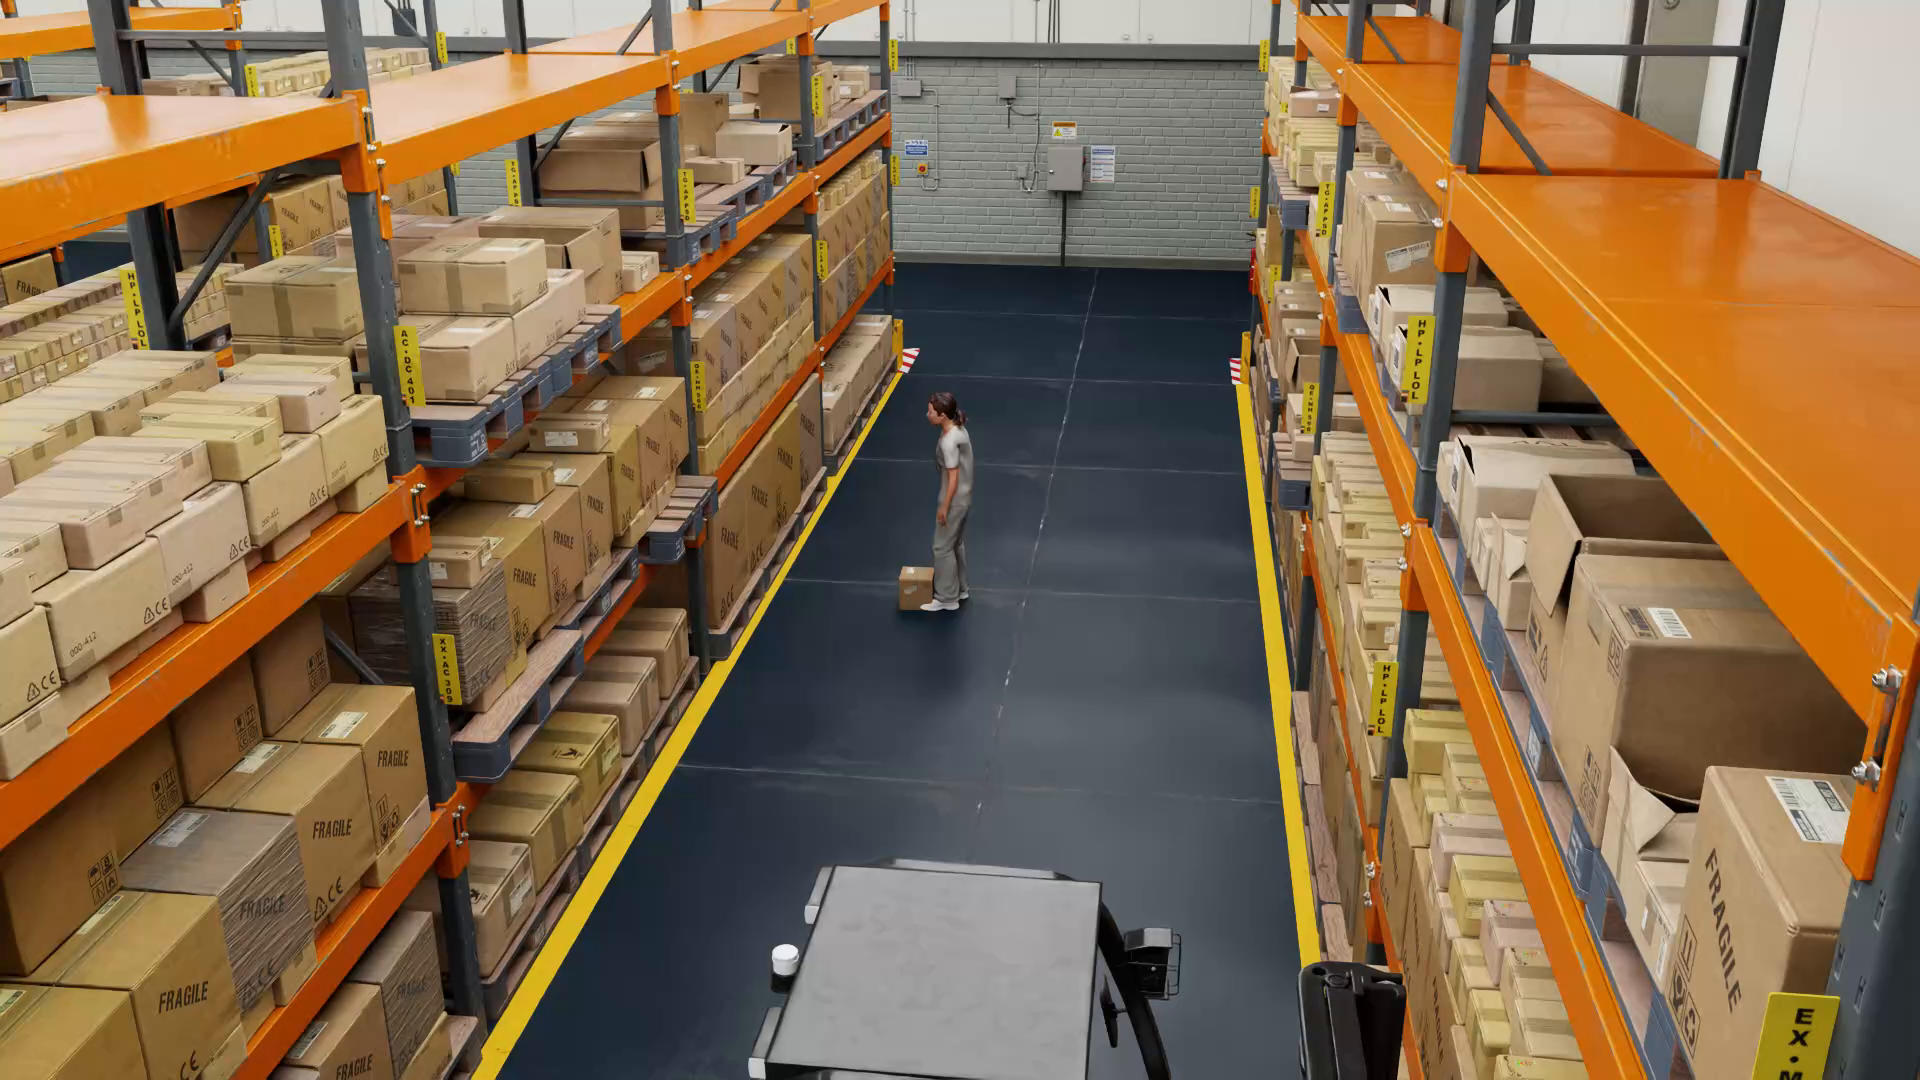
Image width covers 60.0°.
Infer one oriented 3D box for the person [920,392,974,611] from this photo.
[{"bbox_3d":[-0.103,-0.290,12.234,0.409,1.673,0.514,1,21,4],"label":"person"}]
